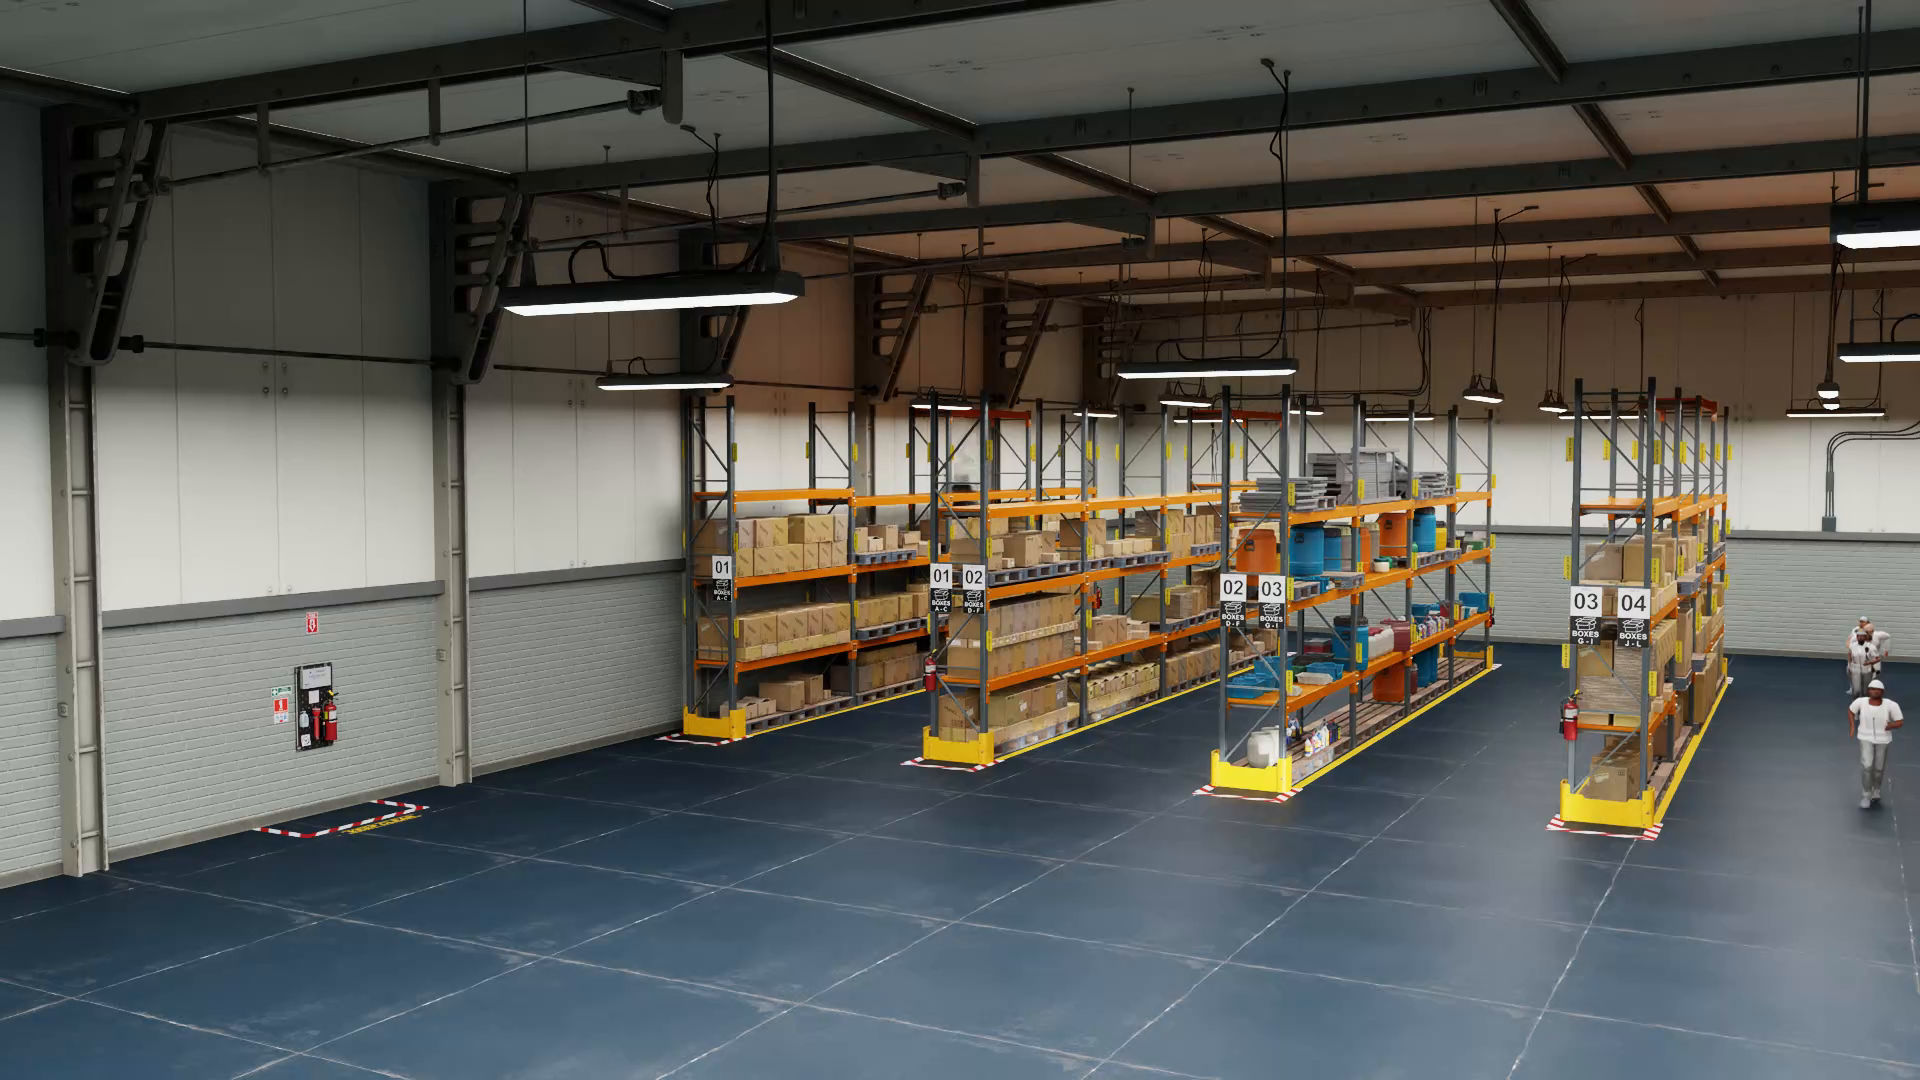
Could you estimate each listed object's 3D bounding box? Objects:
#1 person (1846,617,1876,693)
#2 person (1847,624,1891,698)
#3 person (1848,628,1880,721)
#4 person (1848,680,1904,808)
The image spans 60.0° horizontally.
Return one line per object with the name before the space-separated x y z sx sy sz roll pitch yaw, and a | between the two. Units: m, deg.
person | 18.692 2.389 34.496 0.587 1.614 0.625 -2 4 -35
person | 17.801 2.475 32.598 0.750 1.733 1.079 1 3 25
person | 16.969 2.519 31.236 0.566 1.754 0.766 2 4 34
person | 12.999 2.888 23.607 0.681 1.827 0.769 1 3 25
